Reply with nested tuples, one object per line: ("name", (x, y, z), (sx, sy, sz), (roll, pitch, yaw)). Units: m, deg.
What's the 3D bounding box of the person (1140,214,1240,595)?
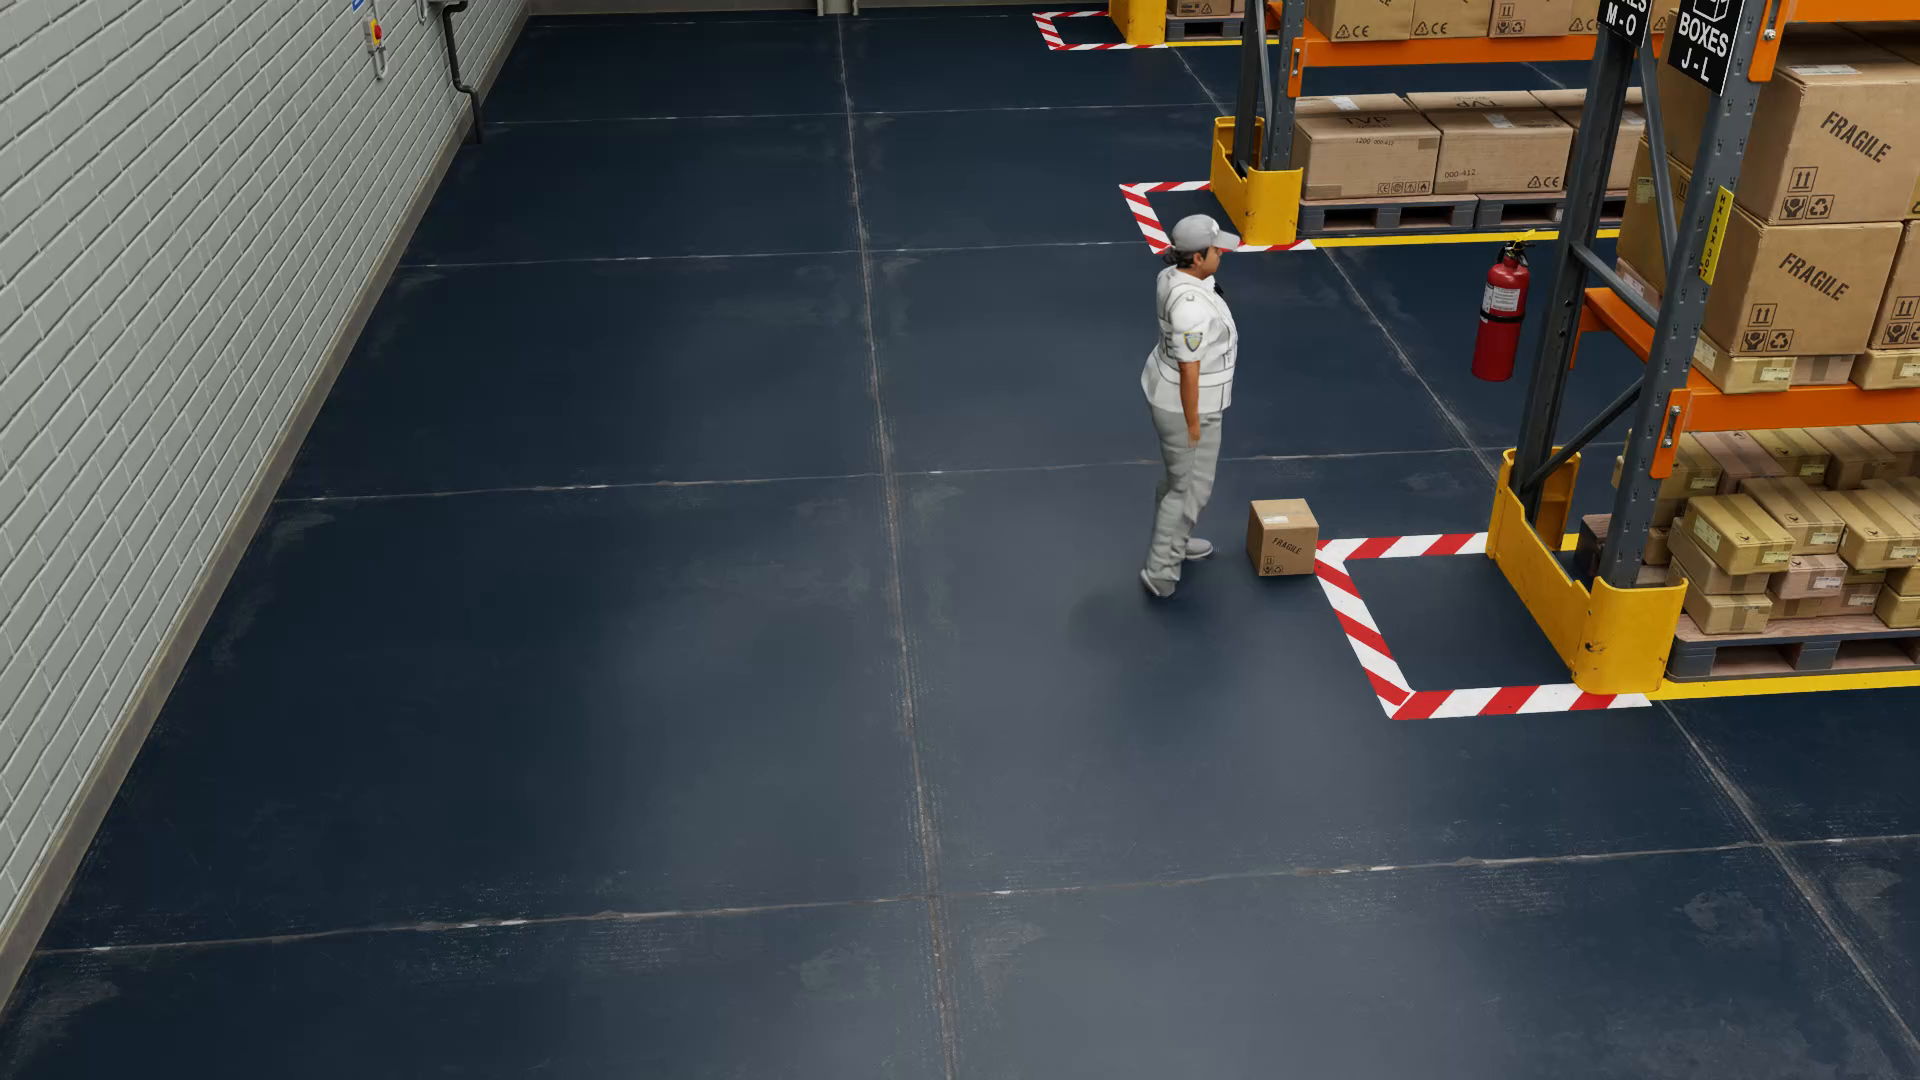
("person", (0.975, -0.544, 7.131), (0.388, 1.761, 0.497), (-2, 31, -3))
